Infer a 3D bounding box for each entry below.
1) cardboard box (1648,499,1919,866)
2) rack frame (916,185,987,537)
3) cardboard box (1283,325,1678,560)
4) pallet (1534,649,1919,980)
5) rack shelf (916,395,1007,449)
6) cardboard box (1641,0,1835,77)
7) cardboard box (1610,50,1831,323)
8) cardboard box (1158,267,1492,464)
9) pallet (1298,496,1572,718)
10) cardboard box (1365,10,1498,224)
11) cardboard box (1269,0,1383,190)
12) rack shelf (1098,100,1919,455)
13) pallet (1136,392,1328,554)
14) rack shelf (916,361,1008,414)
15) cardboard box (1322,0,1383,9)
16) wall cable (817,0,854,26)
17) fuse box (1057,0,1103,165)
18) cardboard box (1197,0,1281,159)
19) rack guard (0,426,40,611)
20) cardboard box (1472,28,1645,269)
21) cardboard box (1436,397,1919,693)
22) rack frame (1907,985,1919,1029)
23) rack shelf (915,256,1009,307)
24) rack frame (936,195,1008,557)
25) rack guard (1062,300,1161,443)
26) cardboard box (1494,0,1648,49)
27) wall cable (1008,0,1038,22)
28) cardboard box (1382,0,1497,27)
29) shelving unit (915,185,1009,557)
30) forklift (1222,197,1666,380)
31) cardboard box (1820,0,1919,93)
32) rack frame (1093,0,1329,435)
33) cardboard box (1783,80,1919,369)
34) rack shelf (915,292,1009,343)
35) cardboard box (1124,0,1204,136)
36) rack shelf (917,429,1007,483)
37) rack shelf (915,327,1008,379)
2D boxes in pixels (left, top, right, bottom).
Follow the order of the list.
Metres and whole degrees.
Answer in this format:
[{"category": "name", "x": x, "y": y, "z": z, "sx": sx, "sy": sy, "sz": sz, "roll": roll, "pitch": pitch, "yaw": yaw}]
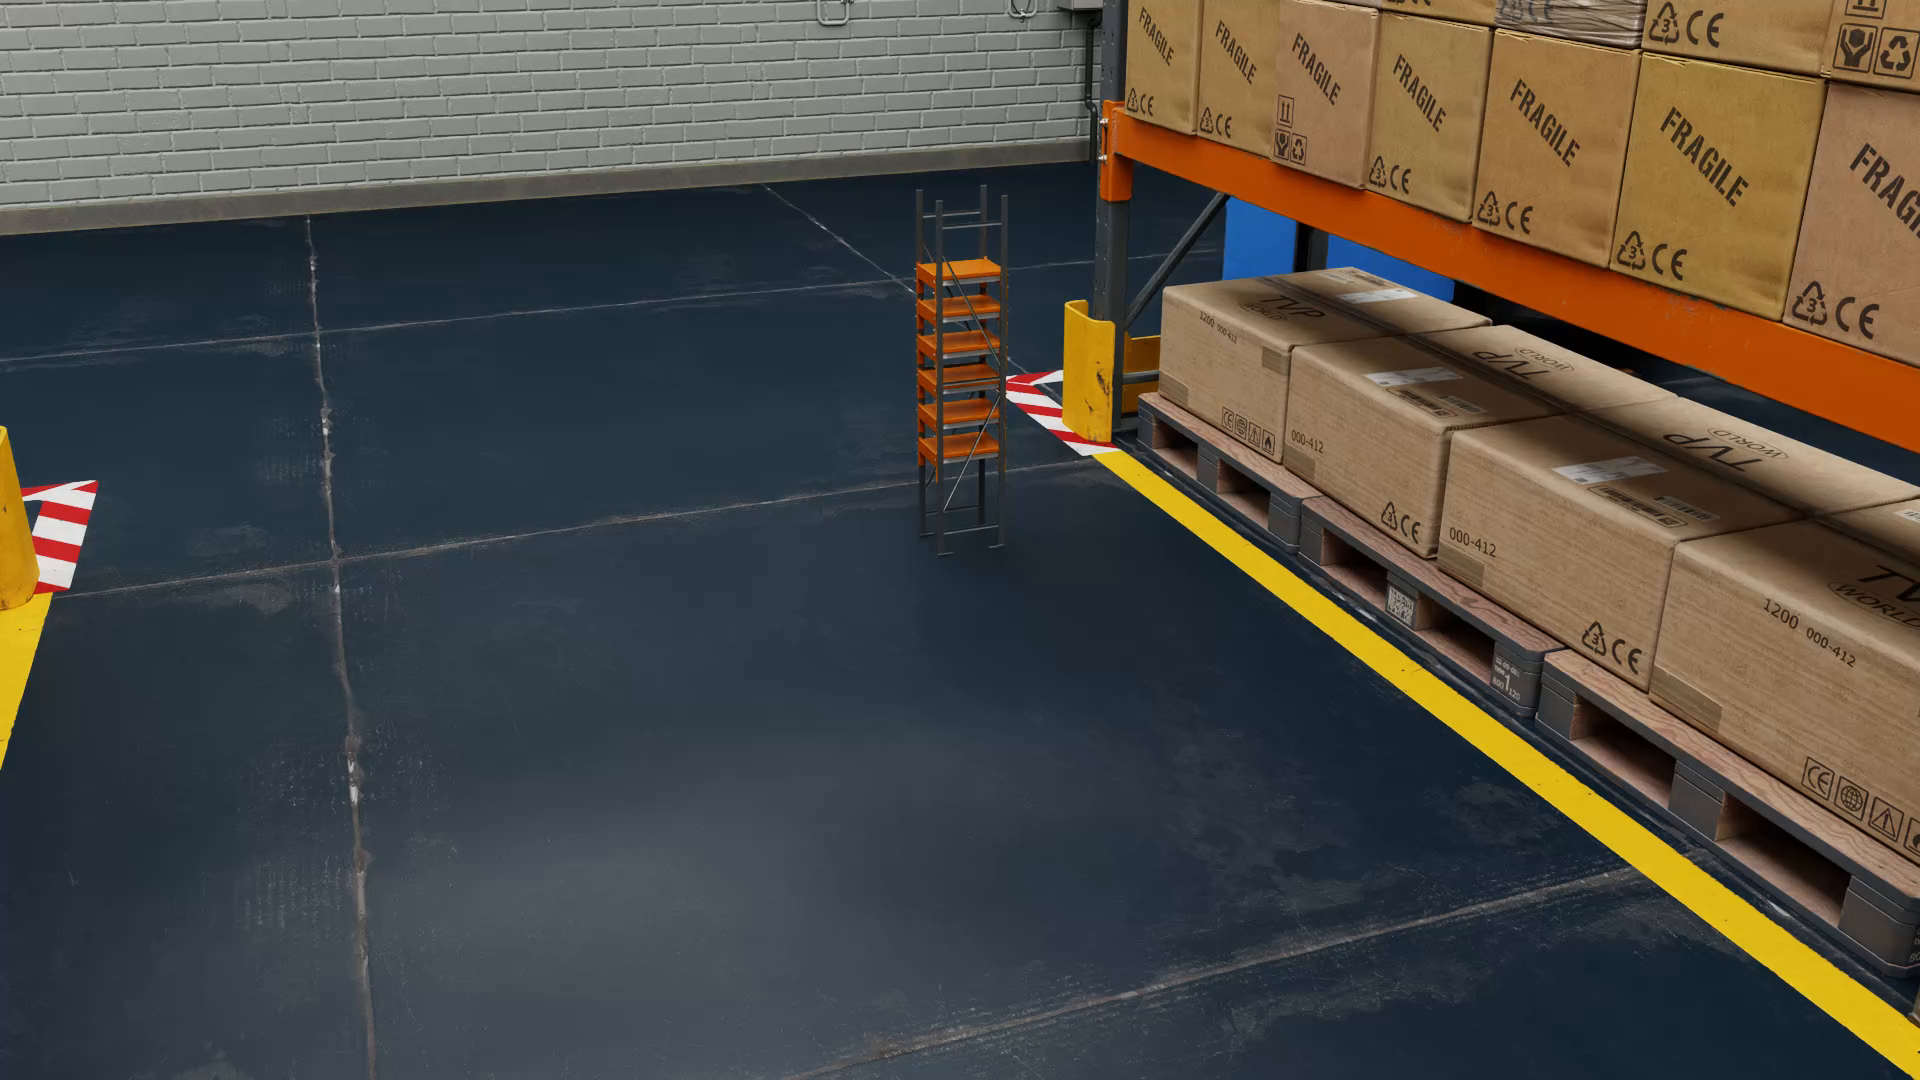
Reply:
[{"category": "cardboard box", "x": 2.313, "y": 0.301, "z": 3.932, "sx": 0.875, "sy": 0.438, "sz": 0.875, "roll": -9, "pitch": 24, "yaw": -20}, {"category": "rack frame", "x": -0.027, "y": -0.581, "z": 5.583, "sx": 0.240, "sy": 1.200, "sz": 0.006, "roll": -8, "pitch": 24, "yaw": -19}, {"category": "cardboard box", "x": 1.679, "y": -0.352, "z": 5.481, "sx": 0.875, "sy": 0.438, "sz": 0.875, "roll": -8, "pitch": 24, "yaw": -18}, {"category": "pallet", "x": 2.239, "y": 0.555, "z": 4.162, "sx": 1.003, "sy": 0.211, "sz": 1.213, "roll": -8, "pitch": 24, "yaw": -19}, {"category": "rack shelf", "x": 0.005, "y": -0.396, "z": 5.568, "sx": 0.258, "sy": 0.103, "sz": 0.180, "roll": -8, "pitch": 24, "yaw": -19}, {"category": "cardboard box", "x": 1.838, "y": -1.269, "z": 3.483, "sx": 0.500, "sy": 0.500, "sz": 0.500, "roll": -9, "pitch": 24, "yaw": -20}, {"category": "cardboard box", "x": 1.844, "y": -0.809, "z": 3.678, "sx": 0.500, "sy": 0.500, "sz": 0.500, "roll": -9, "pitch": 24, "yaw": -20}, {"category": "cardboard box", "x": 1.348, "y": -0.683, "z": 6.267, "sx": 0.875, "sy": 0.438, "sz": 0.875, "roll": -9, "pitch": 25, "yaw": -21}, {"category": "pallet", "x": 1.804, "y": 0.111, "z": 5.216, "sx": 1.003, "sy": 0.211, "sz": 1.213, "roll": -8, "pitch": 24, "yaw": -19}, {"category": "cardboard box", "x": 1.482, "y": -1.182, "z": 4.563, "sx": 0.500, "sy": 0.500, "sz": 0.500, "roll": -8, "pitch": 24, "yaw": -17}, {"category": "cardboard box", "x": 1.290, "y": -1.362, "z": 4.990, "sx": 0.500, "sy": 0.500, "sz": 0.500, "roll": -8, "pitch": 24, "yaw": -19}, {"category": "rack shelf", "x": 1.728, "y": -0.838, "z": 4.803, "sx": 1.077, "sy": 0.370, "sz": 4.000, "roll": -8, "pitch": 24, "yaw": -19}, {"category": "pallet", "x": 1.377, "y": -0.332, "z": 6.266, "sx": 1.003, "sy": 0.211, "sz": 1.213, "roll": -8, "pitch": 24, "yaw": -19}, {"category": "rack shelf", "x": 0.005, "y": -0.507, "z": 5.522, "sx": 0.258, "sy": 0.103, "sz": 0.180, "roll": -8, "pitch": 24, "yaw": -19}, {"category": "cardboard box", "x": 1.302, "y": -1.817, "z": 4.783, "sx": 0.500, "sy": 0.500, "sz": 0.500, "roll": -9, "pitch": 24, "yaw": -19}, {"category": "wall cable", "x": -0.993, "y": -4.425, "z": 11.038, "sx": 0.585, "sy": 1.953, "sz": 0.123, "roll": -8, "pitch": 24, "yaw": -19}, {"category": "fuse box", "x": 1.024, "y": -3.584, "z": 12.050, "sx": 0.539, "sy": 1.711, "sz": 0.414, "roll": -8, "pitch": 24, "yaw": -19}, {"category": "cardboard box", "x": 1.127, "y": -1.549, "z": 5.434, "sx": 0.500, "sy": 0.500, "sz": 0.500, "roll": -9, "pitch": 24, "yaw": -20}, {"category": "rack guard", "x": -3.547, "y": -0.001, "z": 5.109, "sx": 1.175, "sy": 0.500, "sz": 0.348, "roll": -8, "pitch": 24, "yaw": -19}, {"category": "cardboard box", "x": 1.653, "y": -0.990, "z": 4.107, "sx": 0.500, "sy": 0.500, "sz": 0.500, "roll": -9, "pitch": 24, "yaw": -20}, {"category": "cardboard box", "x": 1.996, "y": -0.024, "z": 4.703, "sx": 0.875, "sy": 0.438, "sz": 0.875, "roll": -9, "pitch": 25, "yaw": -21}, {"category": "rack frame", "x": 2.434, "y": -0.443, "z": 2.939, "sx": 1.000, "sy": 3.000, "sz": 0.127, "roll": -8, "pitch": 24, "yaw": -19}, {"category": "rack shelf", "x": 0.005, "y": -0.838, "z": 5.382, "sx": 0.258, "sy": 0.103, "sz": 0.180, "roll": -8, "pitch": 24, "yaw": -19}, {"category": "rack frame", "x": 0.037, "y": -0.514, "z": 5.426, "sx": 0.240, "sy": 1.200, "sz": 0.006, "roll": -8, "pitch": 24, "yaw": -19}, {"category": "rack guard", "x": 1.013, "y": -0.753, "z": 6.894, "sx": 1.175, "sy": 0.500, "sz": 0.348, "roll": -8, "pitch": 24, "yaw": -19}, {"category": "cardboard box", "x": 1.649, "y": -1.453, "z": 3.919, "sx": 0.500, "sy": 0.500, "sz": 0.500, "roll": -8, "pitch": 24, "yaw": -18}, {"category": "wall cable", "x": 0.330, "y": -4.609, "z": 11.516, "sx": 0.588, "sy": 1.984, "sz": 0.122, "roll": -8, "pitch": 24, "yaw": -19}, {"category": "cardboard box", "x": 1.480, "y": -1.636, "z": 4.354, "sx": 0.500, "sy": 0.500, "sz": 0.500, "roll": -8, "pitch": 24, "yaw": -19}, {"category": "shelving unit", "x": 0.005, "y": -0.548, "z": 5.504, "sx": 0.258, "sy": 1.200, "sz": 0.189, "roll": -8, "pitch": 24, "yaw": -19}, {"category": "forklift", "x": 2.762, "y": -2.150, "z": 7.077, "sx": 3.031, "sy": 2.935, "sz": 1.130, "roll": 10, "pitch": 25, "yaw": 22}, {"category": "cardboard box", "x": 2.009, "y": -1.084, "z": 3.043, "sx": 0.500, "sy": 0.500, "sz": 0.500, "roll": -9, "pitch": 24, "yaw": -19}, {"category": "rack frame", "x": 1.021, "y": -1.897, "z": 6.388, "sx": 1.000, "sy": 3.000, "sz": 0.127, "roll": -8, "pitch": 24, "yaw": -19}, {"category": "cardboard box", "x": 2.031, "y": -0.623, "z": 3.237, "sx": 0.500, "sy": 0.500, "sz": 0.500, "roll": -8, "pitch": 24, "yaw": -19}, {"category": "rack shelf", "x": 0.005, "y": -0.728, "z": 5.429, "sx": 0.258, "sy": 0.103, "sz": 0.180, "roll": -8, "pitch": 24, "yaw": -19}, {"category": "cardboard box", "x": 0.922, "y": -1.729, "z": 5.861, "sx": 0.500, "sy": 0.500, "sz": 0.500, "roll": -9, "pitch": 24, "yaw": -19}, {"category": "rack shelf", "x": 0.005, "y": -0.286, "z": 5.615, "sx": 0.258, "sy": 0.103, "sz": 0.180, "roll": -8, "pitch": 24, "yaw": -19}, {"category": "rack shelf", "x": 0.005, "y": -0.617, "z": 5.475, "sx": 0.258, "sy": 0.103, "sz": 0.180, "roll": -8, "pitch": 24, "yaw": -19}]
